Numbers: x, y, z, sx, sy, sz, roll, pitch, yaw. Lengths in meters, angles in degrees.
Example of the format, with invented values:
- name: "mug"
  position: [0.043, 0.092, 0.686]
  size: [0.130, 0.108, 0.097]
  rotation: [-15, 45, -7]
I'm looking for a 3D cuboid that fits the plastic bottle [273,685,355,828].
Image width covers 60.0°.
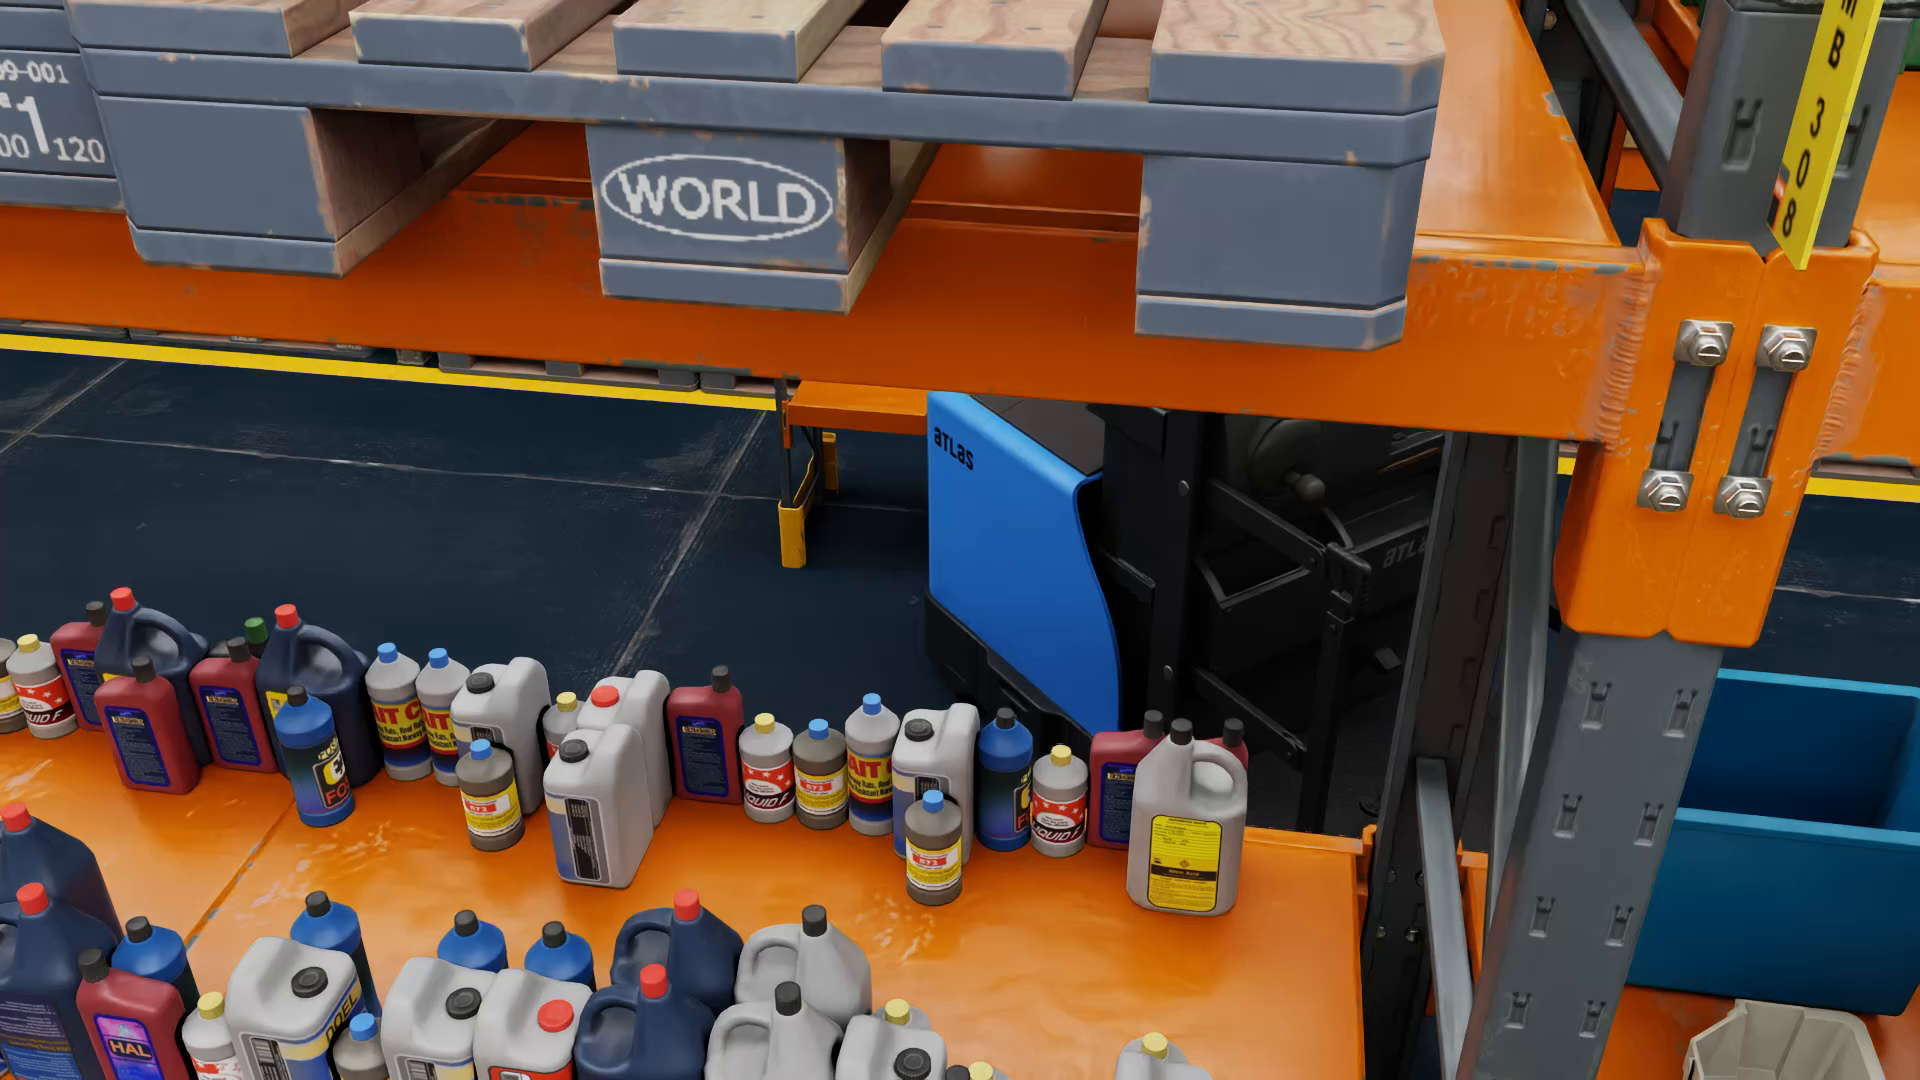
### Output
- name: "plastic bottle"
  position: [-1.148, 0.375, 2.946]
  size: [0.097, 0.271, 0.097]
  rotation: [0, 32, 0]

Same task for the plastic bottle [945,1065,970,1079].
- name: "plastic bottle"
  position: [0.033, 0.817, 2.227]
  size: [0.133, 0.283, 0.061]
  rotation: [5, 32, 8]

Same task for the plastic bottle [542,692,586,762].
- name: "plastic bottle"
  position: [-0.703, 0.367, 3.024]
  size: [0.097, 0.201, 0.097]
  rotation: [0, 32, 0]

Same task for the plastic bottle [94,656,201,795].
- name: "plastic bottle"
  position: [-1.477, 0.330, 3.006]
  size: [0.133, 0.283, 0.061]
  rotation: [5, 32, 8]

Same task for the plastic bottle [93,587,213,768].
- name: "plastic bottle"
  position: [-1.485, 0.245, 3.077]
  size: [0.185, 0.351, 0.144]
  rotation: [5, 32, 8]

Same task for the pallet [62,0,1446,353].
- name: "pallet"
  position: [-0.078, -0.580, 1.700]
  size: [1.003, 0.211, 1.213]
  rotation: [5, 32, 8]

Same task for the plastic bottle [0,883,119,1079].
- name: "plastic bottle"
  position: [-1.336, 0.642, 2.443]
  size: [0.185, 0.351, 0.144]
  rotation: [5, 32, 8]

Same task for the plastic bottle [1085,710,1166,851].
- name: "plastic bottle"
  position: [0.290, 0.412, 2.874]
  size: [0.133, 0.283, 0.061]
  rotation: [5, 32, 8]

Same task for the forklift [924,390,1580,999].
- name: "forklift"
  position: [1.116, -0.318, 3.996]
  size: [1.130, 2.935, 3.031]
  rotation: [-19, 37, -28]

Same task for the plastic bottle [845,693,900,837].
- name: "plastic bottle"
  position: [-0.151, 0.387, 2.926]
  size: [0.097, 0.271, 0.097]
  rotation: [0, 32, 0]

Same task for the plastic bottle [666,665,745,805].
- name: "plastic bottle"
  position: [-0.454, 0.345, 2.982]
  size: [0.133, 0.283, 0.061]
  rotation: [5, 32, 8]

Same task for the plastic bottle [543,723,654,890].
- name: "plastic bottle"
  position: [-0.619, 0.439, 2.838]
  size: [0.135, 0.276, 0.152]
  rotation: [5, 32, 8]

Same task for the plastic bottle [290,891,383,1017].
- name: "plastic bottle"
  position: [-0.948, 0.642, 2.519]
  size: [0.097, 0.271, 0.097]
  rotation: [0, 32, 0]

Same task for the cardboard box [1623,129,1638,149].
- name: "cardboard box"
  position: [2.510, -1.770, 6.157]
  size: [0.500, 0.500, 0.500]
  rotation: [6, 32, 9]

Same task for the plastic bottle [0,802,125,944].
- name: "plastic bottle"
  position: [-1.443, 0.551, 2.590]
  size: [0.185, 0.351, 0.144]
  rotation: [5, 32, 8]

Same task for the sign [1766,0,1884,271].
- name: "sign"
  position: [0.617, -0.357, 1.158]
  size: [0.005, 0.325, 0.100]
  rotation: [5, 32, 8]

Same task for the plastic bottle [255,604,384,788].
- name: "plastic bottle"
  position: [-1.171, 0.274, 3.032]
  size: [0.185, 0.351, 0.144]
  rotation: [5, 32, 8]

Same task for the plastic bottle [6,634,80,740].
- name: "plastic bottle"
  position: [-1.751, 0.272, 3.176]
  size: [0.097, 0.201, 0.097]
  rotation: [0, 32, 0]

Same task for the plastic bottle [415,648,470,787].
- name: "plastic bottle"
  position: [-0.932, 0.316, 3.038]
  size: [0.097, 0.271, 0.097]
  rotation: [0, 32, 0]

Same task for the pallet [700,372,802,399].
- name: "pallet"
  position: [-0.466, -0.938, 7.550]
  size: [1.213, 0.211, 1.003]
  rotation: [5, 32, 8]

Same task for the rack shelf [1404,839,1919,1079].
- name: "rack shelf"
  position: [2.683, 1.114, 2.321]
  size: [4.000, 0.370, 1.077]
  rotation: [5, 32, 8]

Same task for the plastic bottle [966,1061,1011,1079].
- name: "plastic bottle"
  position: [0.028, 0.809, 2.318]
  size: [0.097, 0.201, 0.097]
  rotation: [0, 32, 0]

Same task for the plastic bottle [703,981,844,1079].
- name: "plastic bottle"
  position: [-0.250, 0.741, 2.286]
  size: [0.185, 0.351, 0.144]
  rotation: [5, 32, 8]

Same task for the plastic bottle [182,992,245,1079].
- name: "plastic bottle"
  position: [-1.069, 0.742, 2.424]
  size: [0.097, 0.201, 0.097]
  rotation: [0, 32, 0]

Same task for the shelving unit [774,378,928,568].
- name: "shelving unit"
  position: [-0.075, -0.643, 5.863]
  size: [1.083, 1.500, 0.587]
  rotation: [5, 32, 8]

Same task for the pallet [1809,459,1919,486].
- name: "pallet"
  position: [3.431, -0.608, 7.023]
  size: [1.213, 0.211, 1.003]
  rotation: [5, 32, 8]

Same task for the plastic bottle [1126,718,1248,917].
- name: "plastic bottle"
  position: [0.379, 0.447, 2.755]
  size: [0.185, 0.351, 0.144]
  rotation: [5, 32, 8]

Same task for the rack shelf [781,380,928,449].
- name: "rack shelf"
  position: [-0.084, -0.491, 5.960]
  size: [1.000, 0.185, 0.538]
  rotation: [5, 32, 8]

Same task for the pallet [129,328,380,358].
- name: "pallet"
  position: [-3.200, -1.229, 8.014]
  size: [1.213, 0.211, 1.003]
  rotation: [5, 32, 8]

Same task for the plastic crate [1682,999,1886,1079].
- name: "plastic crate"
  position: [1.146, 0.833, 2.284]
  size: [0.243, 0.136, 0.396]
  rotation: [5, 32, 8]

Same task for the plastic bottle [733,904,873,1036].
- name: "plastic bottle"
  position: [-0.226, 0.665, 2.407]
  size: [0.185, 0.351, 0.144]
  rotation: [5, 32, 8]

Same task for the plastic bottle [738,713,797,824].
- name: "plastic bottle"
  position: [-0.343, 0.399, 2.972]
  size: [0.097, 0.201, 0.097]
  rotation: [0, 32, 0]

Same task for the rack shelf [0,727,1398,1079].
- name: "rack shelf"
  position: [-1.260, 0.757, 2.892]
  size: [4.000, 0.370, 1.077]
  rotation: [5, 32, 8]

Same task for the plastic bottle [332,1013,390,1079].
- name: "plastic bottle"
  position: [-0.840, 0.763, 2.391]
  size: [0.097, 0.201, 0.097]
  rotation: [0, 32, 0]

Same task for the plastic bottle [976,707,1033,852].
- name: "plastic bottle"
  position: [0.077, 0.408, 2.892]
  size: [0.097, 0.271, 0.097]
  rotation: [0, 32, 0]

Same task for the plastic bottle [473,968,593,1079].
- name: "plastic bottle"
  position: [-0.589, 0.739, 2.359]
  size: [0.135, 0.276, 0.152]
  rotation: [5, 32, 8]

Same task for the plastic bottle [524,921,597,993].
- name: "plastic bottle"
  position: [-0.586, 0.674, 2.467]
  size: [0.097, 0.271, 0.097]
  rotation: [0, 32, 0]

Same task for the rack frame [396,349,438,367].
- name: "rack frame"
  position: [-2.395, -2.317, 7.124]
  size: [0.127, 3.000, 1.000]
  rotation: [5, 32, 8]

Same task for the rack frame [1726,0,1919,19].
- name: "rack frame"
  position: [0.711, -1.912, 0.824]
  size: [0.127, 3.000, 1.000]
  rotation: [5, 32, 8]
